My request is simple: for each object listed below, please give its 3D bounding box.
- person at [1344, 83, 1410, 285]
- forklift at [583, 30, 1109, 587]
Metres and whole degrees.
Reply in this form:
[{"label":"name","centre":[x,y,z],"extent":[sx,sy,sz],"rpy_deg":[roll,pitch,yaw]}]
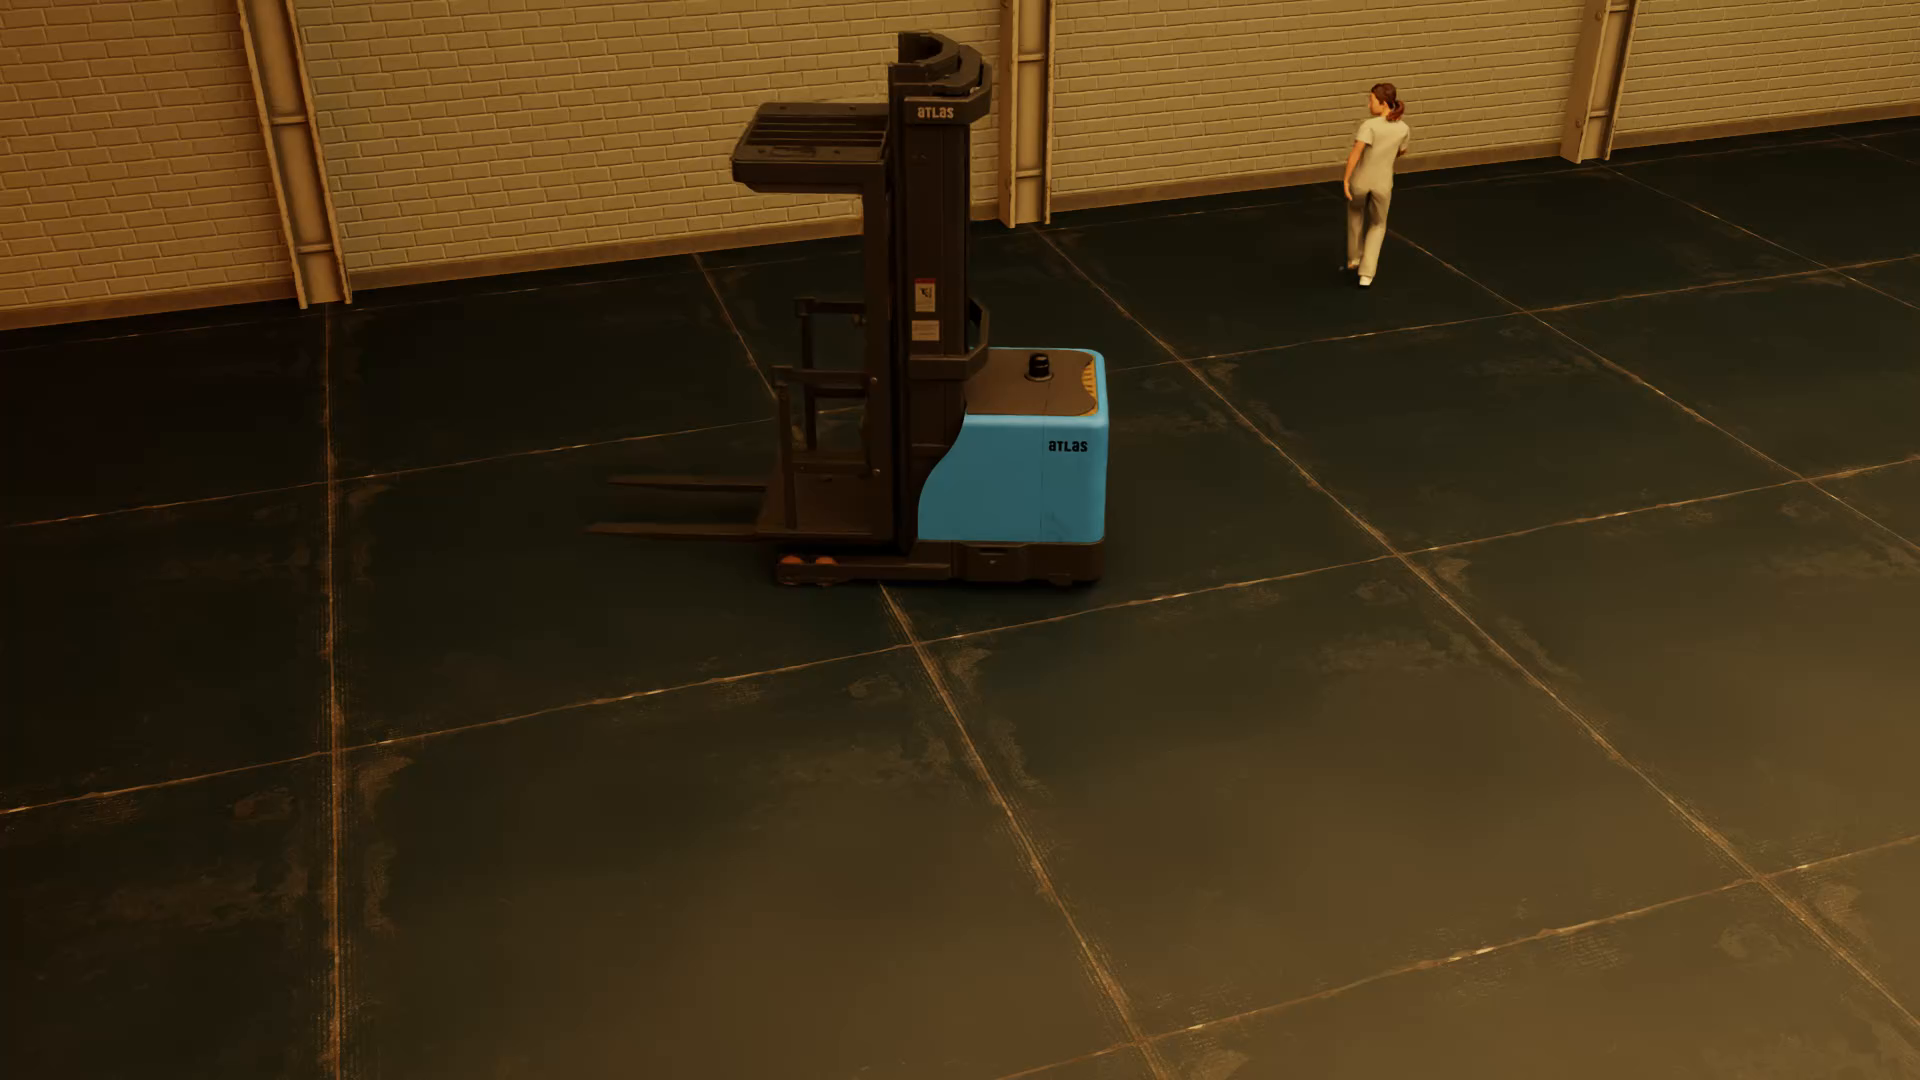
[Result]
[{"label":"person","centre":[3.320,-2.843,13.408],"extent":[0.511,1.671,0.757],"rpy_deg":[4,30,7]},{"label":"forklift","centre":[-0.670,-1.266,9.288],"extent":[3.031,2.935,1.130],"rpy_deg":[1,30,2]}]
